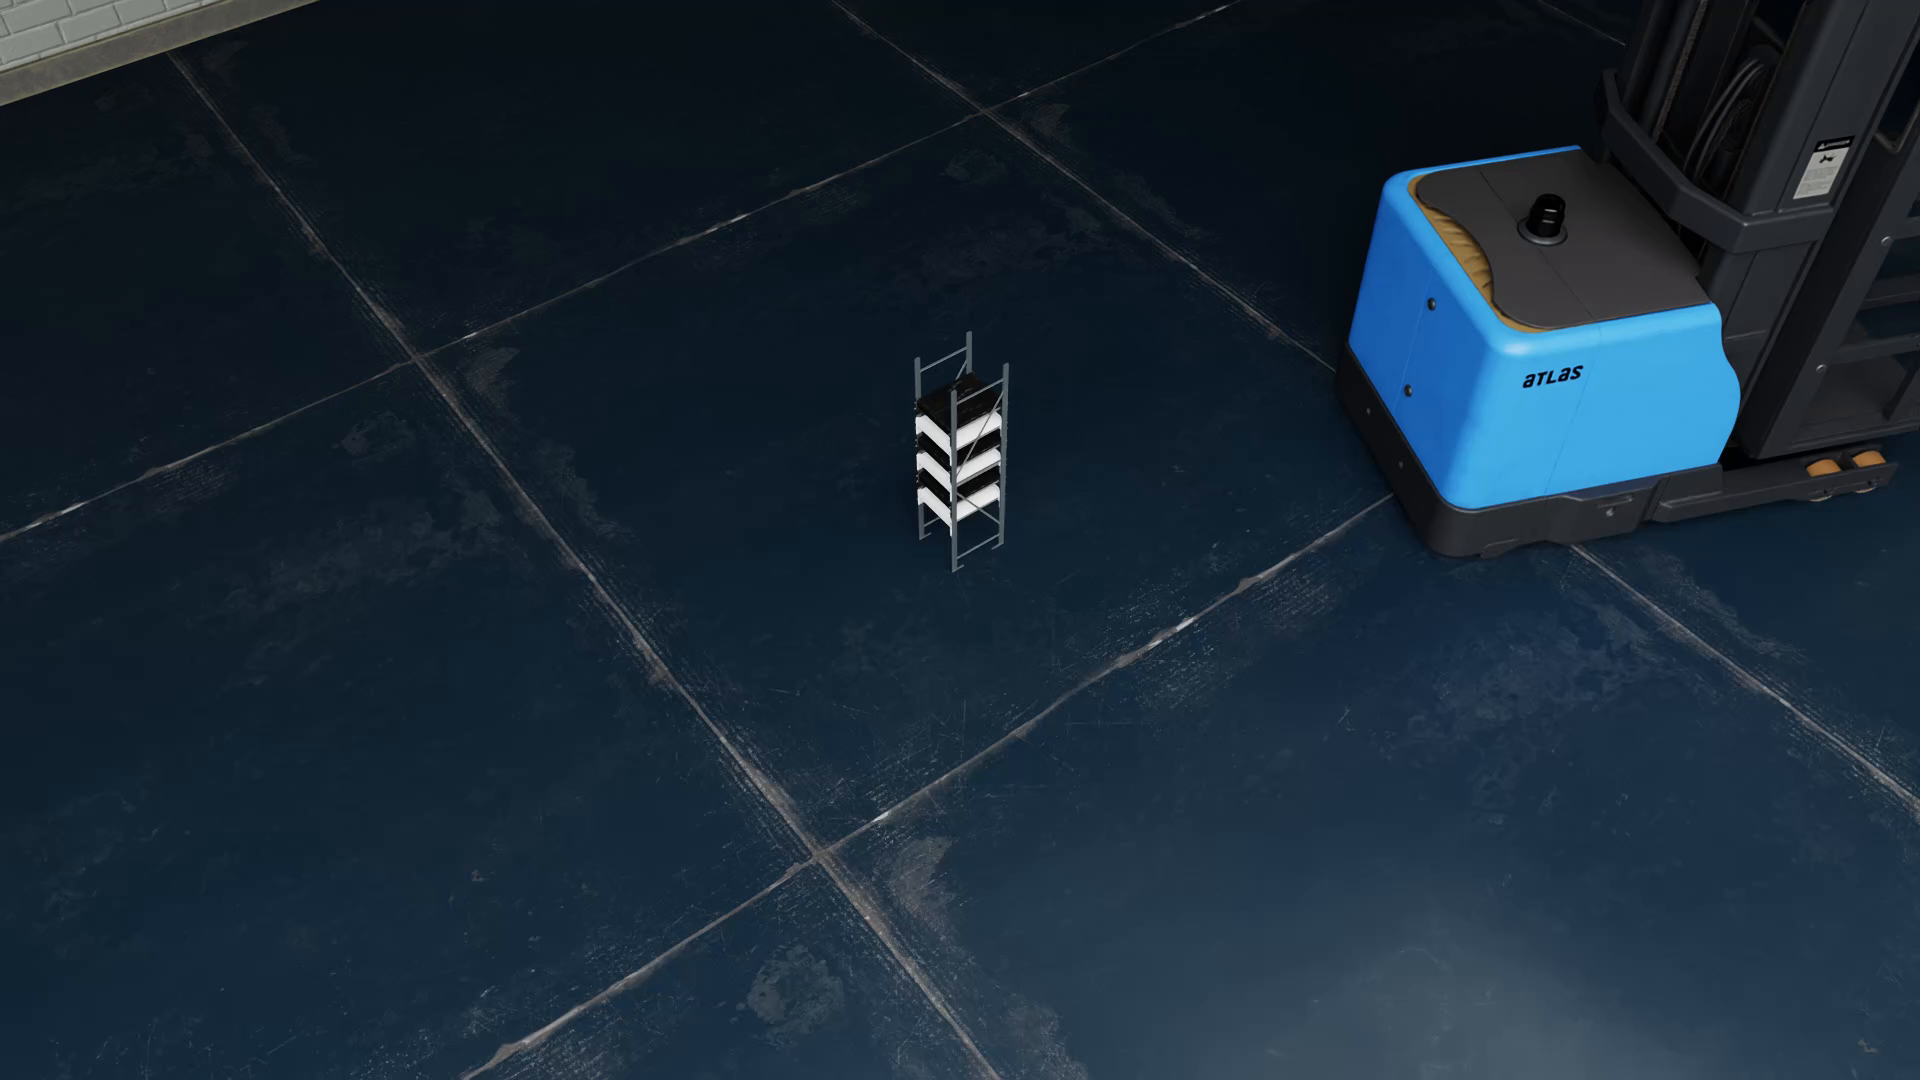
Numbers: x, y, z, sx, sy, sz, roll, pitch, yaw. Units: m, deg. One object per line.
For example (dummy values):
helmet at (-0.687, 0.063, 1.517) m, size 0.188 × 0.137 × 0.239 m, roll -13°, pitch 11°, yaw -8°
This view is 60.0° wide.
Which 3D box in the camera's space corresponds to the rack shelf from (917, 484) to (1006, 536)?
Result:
rack shelf at (0.005, -0.154, 6.070) m, size 0.258 × 0.077 × 0.200 m, roll -29°, pitch 54°, yaw -24°

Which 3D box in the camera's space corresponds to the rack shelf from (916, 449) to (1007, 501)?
rack shelf at (0.005, -0.275, 5.937) m, size 0.258 × 0.077 × 0.200 m, roll -29°, pitch 54°, yaw -24°

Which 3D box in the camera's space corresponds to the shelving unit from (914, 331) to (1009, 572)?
shelving unit at (0.005, -0.297, 5.912) m, size 0.258 × 0.900 × 0.210 m, roll -29°, pitch 54°, yaw -24°

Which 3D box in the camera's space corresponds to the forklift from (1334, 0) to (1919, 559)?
forklift at (3.085, -1.504, 5.635) m, size 3.031 × 2.935 × 1.130 m, roll -10°, pitch 49°, yaw -9°

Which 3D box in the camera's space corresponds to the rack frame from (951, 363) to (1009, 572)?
rack frame at (0.066, -0.237, 5.858) m, size 0.240 × 0.900 × 0.006 m, roll -29°, pitch 54°, yaw -24°

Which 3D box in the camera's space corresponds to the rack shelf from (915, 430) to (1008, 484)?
rack shelf at (0.005, -0.336, 5.870) m, size 0.258 × 0.077 × 0.200 m, roll -29°, pitch 54°, yaw -24°

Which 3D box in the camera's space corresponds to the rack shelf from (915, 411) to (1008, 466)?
rack shelf at (0.005, -0.396, 5.804) m, size 0.258 × 0.077 × 0.200 m, roll -29°, pitch 54°, yaw -24°

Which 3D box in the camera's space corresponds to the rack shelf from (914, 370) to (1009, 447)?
rack shelf at (0.005, -0.456, 5.737) m, size 0.258 × 0.077 × 0.200 m, roll -29°, pitch 54°, yaw -24°

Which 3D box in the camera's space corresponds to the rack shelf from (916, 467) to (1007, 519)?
rack shelf at (0.005, -0.215, 6.004) m, size 0.258 × 0.077 × 0.200 m, roll -29°, pitch 54°, yaw -24°

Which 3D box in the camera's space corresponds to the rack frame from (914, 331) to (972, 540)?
rack frame at (-0.057, -0.357, 5.967) m, size 0.240 × 0.900 × 0.006 m, roll -29°, pitch 54°, yaw -24°
